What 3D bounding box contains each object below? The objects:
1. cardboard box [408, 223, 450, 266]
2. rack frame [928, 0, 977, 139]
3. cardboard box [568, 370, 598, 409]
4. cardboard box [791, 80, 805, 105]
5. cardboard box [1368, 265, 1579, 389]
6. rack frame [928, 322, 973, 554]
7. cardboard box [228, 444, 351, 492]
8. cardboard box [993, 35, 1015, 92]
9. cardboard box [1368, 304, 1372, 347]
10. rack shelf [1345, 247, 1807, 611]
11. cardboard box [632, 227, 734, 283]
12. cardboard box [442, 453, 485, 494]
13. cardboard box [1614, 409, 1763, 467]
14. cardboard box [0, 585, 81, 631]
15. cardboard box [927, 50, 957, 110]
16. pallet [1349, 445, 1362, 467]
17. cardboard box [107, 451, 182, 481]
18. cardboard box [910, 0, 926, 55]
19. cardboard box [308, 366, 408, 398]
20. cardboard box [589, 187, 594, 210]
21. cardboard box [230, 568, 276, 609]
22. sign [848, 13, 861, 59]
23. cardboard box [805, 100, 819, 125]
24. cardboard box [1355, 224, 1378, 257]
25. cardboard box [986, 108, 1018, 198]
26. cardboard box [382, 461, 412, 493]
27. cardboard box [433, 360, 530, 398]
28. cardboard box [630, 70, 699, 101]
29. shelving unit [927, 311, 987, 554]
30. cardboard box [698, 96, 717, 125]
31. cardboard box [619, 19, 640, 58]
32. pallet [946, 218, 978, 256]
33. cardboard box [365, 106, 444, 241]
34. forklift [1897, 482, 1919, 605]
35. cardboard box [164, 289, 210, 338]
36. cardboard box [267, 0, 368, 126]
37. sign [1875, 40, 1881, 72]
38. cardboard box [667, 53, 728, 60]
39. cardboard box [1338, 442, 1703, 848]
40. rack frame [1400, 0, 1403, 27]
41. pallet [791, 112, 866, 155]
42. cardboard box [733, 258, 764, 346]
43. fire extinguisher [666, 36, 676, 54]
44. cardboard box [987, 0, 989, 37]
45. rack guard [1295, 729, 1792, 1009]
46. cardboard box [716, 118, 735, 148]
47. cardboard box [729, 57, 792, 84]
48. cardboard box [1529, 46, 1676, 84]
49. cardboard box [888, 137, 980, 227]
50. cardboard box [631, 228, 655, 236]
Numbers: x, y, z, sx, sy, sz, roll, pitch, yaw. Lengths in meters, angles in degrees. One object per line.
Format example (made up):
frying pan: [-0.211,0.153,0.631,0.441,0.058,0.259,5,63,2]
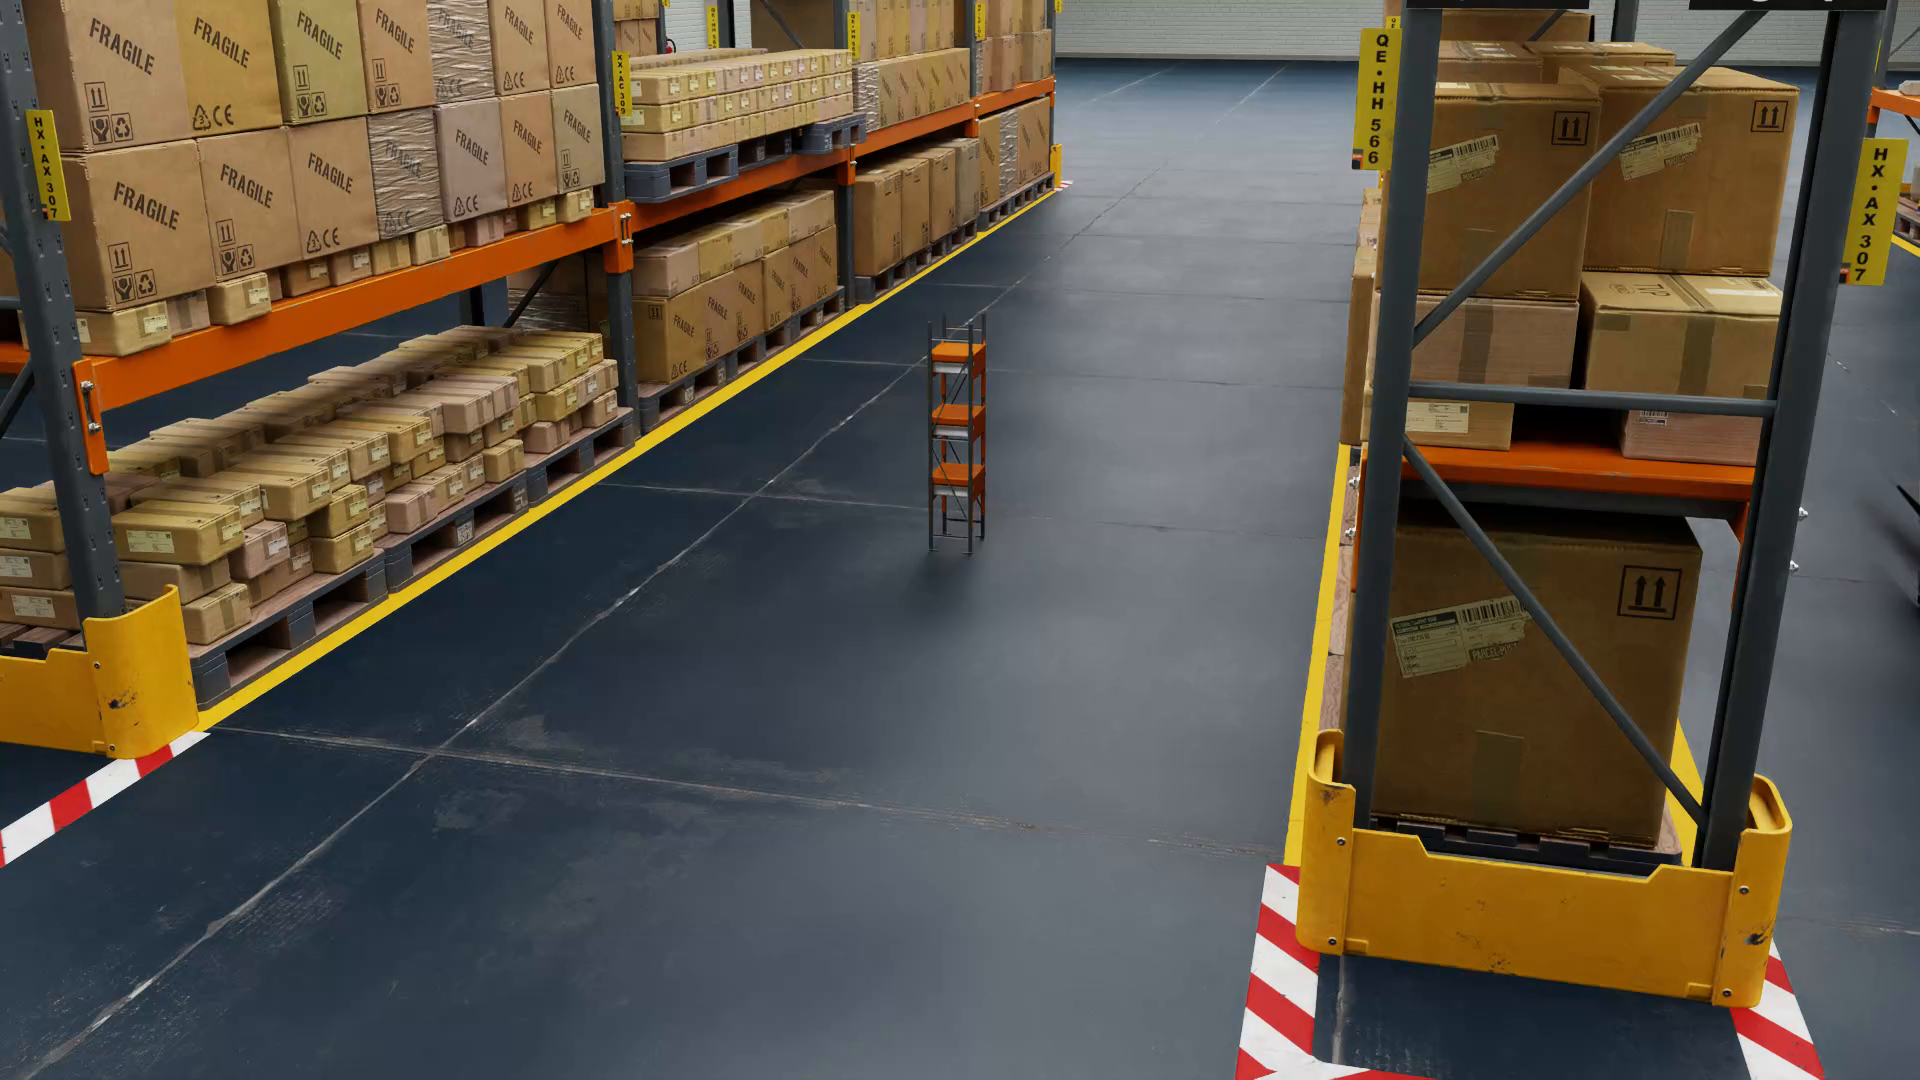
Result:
cardboard box: [-2.449,-1.289,7.210,0.380,0.149,0.250,5,19,14]
rack frame: [-0.340,-4.519,16.278,1.000,3.000,0.127,5,19,13]
cardboard box: [-2.117,-0.793,8.668,0.380,0.149,0.250,4,19,11]
cardboard box: [-1.246,-2.973,11.029,0.380,0.149,0.250,5,19,13]
cardboard box: [1.374,-0.577,4.509,0.500,0.250,0.500,4,19,13]
rack frame: [-0.043,-0.442,7.357,0.200,1.050,0.008,5,19,13]
cardboard box: [-2.697,-0.276,6.695,0.380,0.149,0.250,4,19,11]
cardboard box: [0.097,-5.041,17.574,0.875,0.550,0.550,5,19,13]
cardboard box: [1.529,-0.674,5.408,0.380,0.149,0.250,4,19,12]
rack shelf: [2.002,-0.621,5.979,1.077,0.370,4.000,5,19,13]
cardboard box: [-1.730,-1.760,10.258,0.500,0.250,0.500,5,20,15]
cardboard box: [-2.441,-0.311,7.718,0.380,0.149,0.250,5,19,14]
cardboard box: [1.920,-0.301,4.317,0.380,0.149,0.250,5,19,14]
cardboard box: [-3.345,0.211,6.191,0.380,0.149,0.250,5,19,14]
cardboard box: [-0.331,-4.224,15.258,0.500,0.500,0.500,4,19,13]
pallet: [2.606,-0.517,8.874,1.003,0.211,1.213,5,19,13]
cardboard box: [-3.331,-0.241,6.592,0.380,0.149,0.250,4,19,12]
cardboard box: [-0.703,-4.564,14.707,0.700,0.500,0.500,5,19,14]
cardboard box: [-2.901,-0.730,8.024,0.380,0.149,0.250,5,20,15]
cardboard box: [-2.137,-1.785,8.662,0.380,0.149,0.250,4,19,13]
cardboard box: [-2.849,0.165,6.325,0.380,0.149,0.250,5,19,13]
sign: [-0.788,-3.736,12.317,0.100,0.325,0.005,5,19,13]
cardboard box: [-1.181,-2.918,11.330,0.380,0.149,0.250,4,19,13]
cardboard box: [2.845,-1.264,9.385,1.225,0.875,0.875,4,19,11]
cardboard box: [0.098,-4.187,17.943,0.875,0.875,0.875,5,19,14]
cardboard box: [-2.632,-0.308,7.250,0.380,0.149,0.250,6,20,16]
cardboard box: [-2.346,-0.774,8.154,0.380,0.149,0.250,5,20,15]
cardboard box: [-1.690,-2.548,9.326,0.380,0.149,0.250,5,20,15]
shelving unit: [-0.013,-0.480,7.469,0.215,1.050,0.252,5,19,13]
cardboard box: [-1.628,-2.482,9.592,0.380,0.149,0.250,5,20,15]
cardboard box: [-4.179,-5.972,19.916,0.500,0.500,0.500,5,19,14]
pallet: [-0.455,-2.952,16.004,1.003,0.211,1.213,5,19,13]
cardboard box: [-2.537,-1.548,6.963,0.500,0.500,0.500,4,19,12]
forklift: [4.394,-0.943,5.914,1.130,2.935,3.031,4,19,12]
cardboard box: [-2.853,-0.798,5.772,0.380,0.149,0.250,5,20,15]
cardboard box: [-2.639,-1.859,6.328,0.500,0.500,0.500,4,19,12]
sign: [9.693,-5.134,17.651,0.100,0.325,0.005,5,19,13]
cardboard box: [-1.810,-3.254,11.391,0.380,0.149,0.250,4,19,11]
cardboard box: [1.592,0.265,4.908,0.875,0.875,0.875,5,19,13]
rack frame: [3.468,-2.842,11.368,1.000,3.000,0.127,5,19,13]
pallet: [-1.388,-2.943,11.960,1.213,0.211,1.003,5,19,13]
cardboard box: [-1.614,-1.570,10.860,0.500,0.500,0.500,5,19,14]
fire extinguisher: [-3.712,-6.095,21.012,0.296,0.674,0.183,5,19,13]
cardboard box: [-0.195,-5.396,16.942,0.875,0.550,0.550,5,19,13]
rack guard: [1.507,0.856,4.409,1.175,0.500,0.348,5,19,13]
cardboard box: [-1.563,-2.423,9.879,0.380,0.149,0.250,5,19,14]
cardboard box: [-1.310,-3.032,10.743,0.380,0.149,0.250,6,20,16]
cardboard box: [2.511,-1.691,6.610,0.500,0.500,0.500,5,19,14]
cardboard box: [-0.404,-3.452,15.984,1.050,0.750,0.750,5,19,13]
cardboard box: [-2.219,-1.796,10.363,0.500,0.250,0.500,6,20,16]
